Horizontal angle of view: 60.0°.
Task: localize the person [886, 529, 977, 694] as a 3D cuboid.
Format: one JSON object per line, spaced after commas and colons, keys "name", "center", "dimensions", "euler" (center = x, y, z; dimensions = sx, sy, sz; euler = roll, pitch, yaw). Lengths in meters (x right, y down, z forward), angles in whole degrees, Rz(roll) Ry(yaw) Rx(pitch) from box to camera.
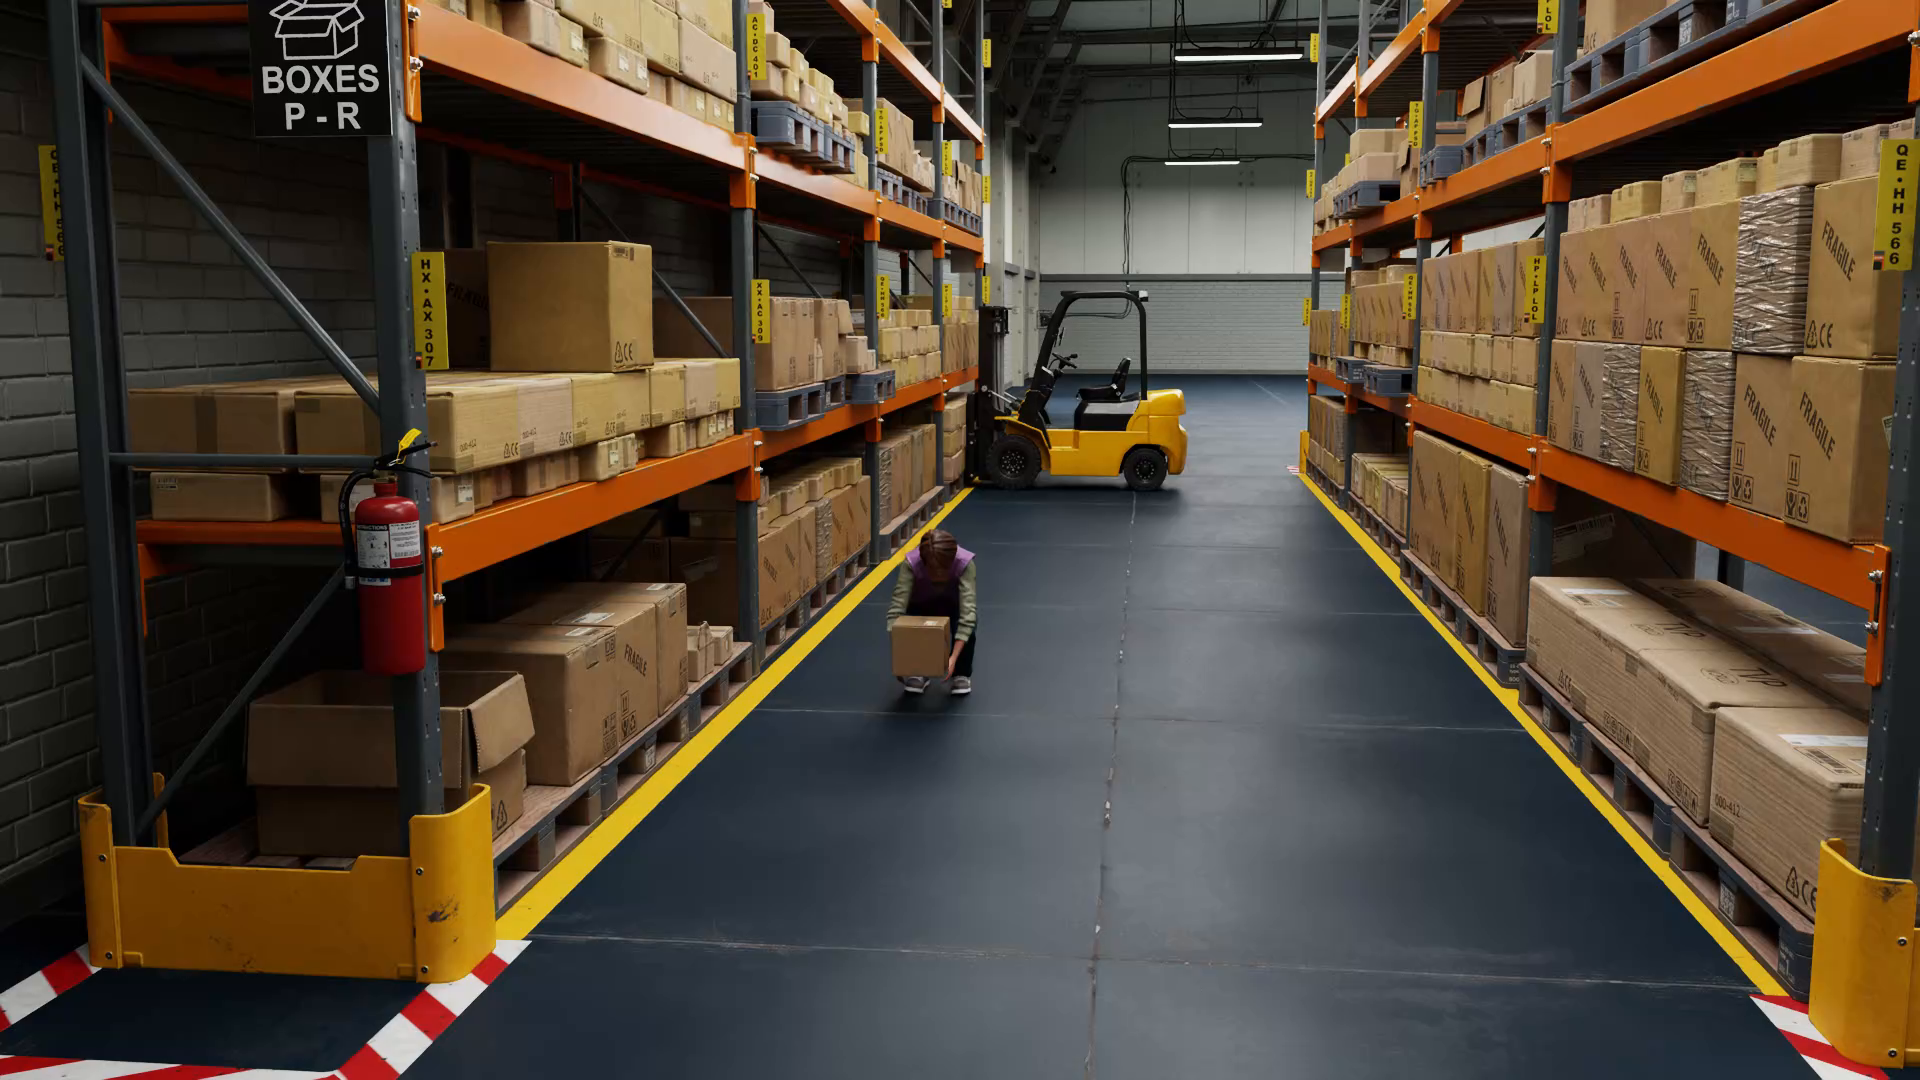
{"name": "person", "center": [-0.114, 0.356, 8.380], "dimensions": [0.451, 0.888, 0.822], "euler": [1, 8, 9]}
